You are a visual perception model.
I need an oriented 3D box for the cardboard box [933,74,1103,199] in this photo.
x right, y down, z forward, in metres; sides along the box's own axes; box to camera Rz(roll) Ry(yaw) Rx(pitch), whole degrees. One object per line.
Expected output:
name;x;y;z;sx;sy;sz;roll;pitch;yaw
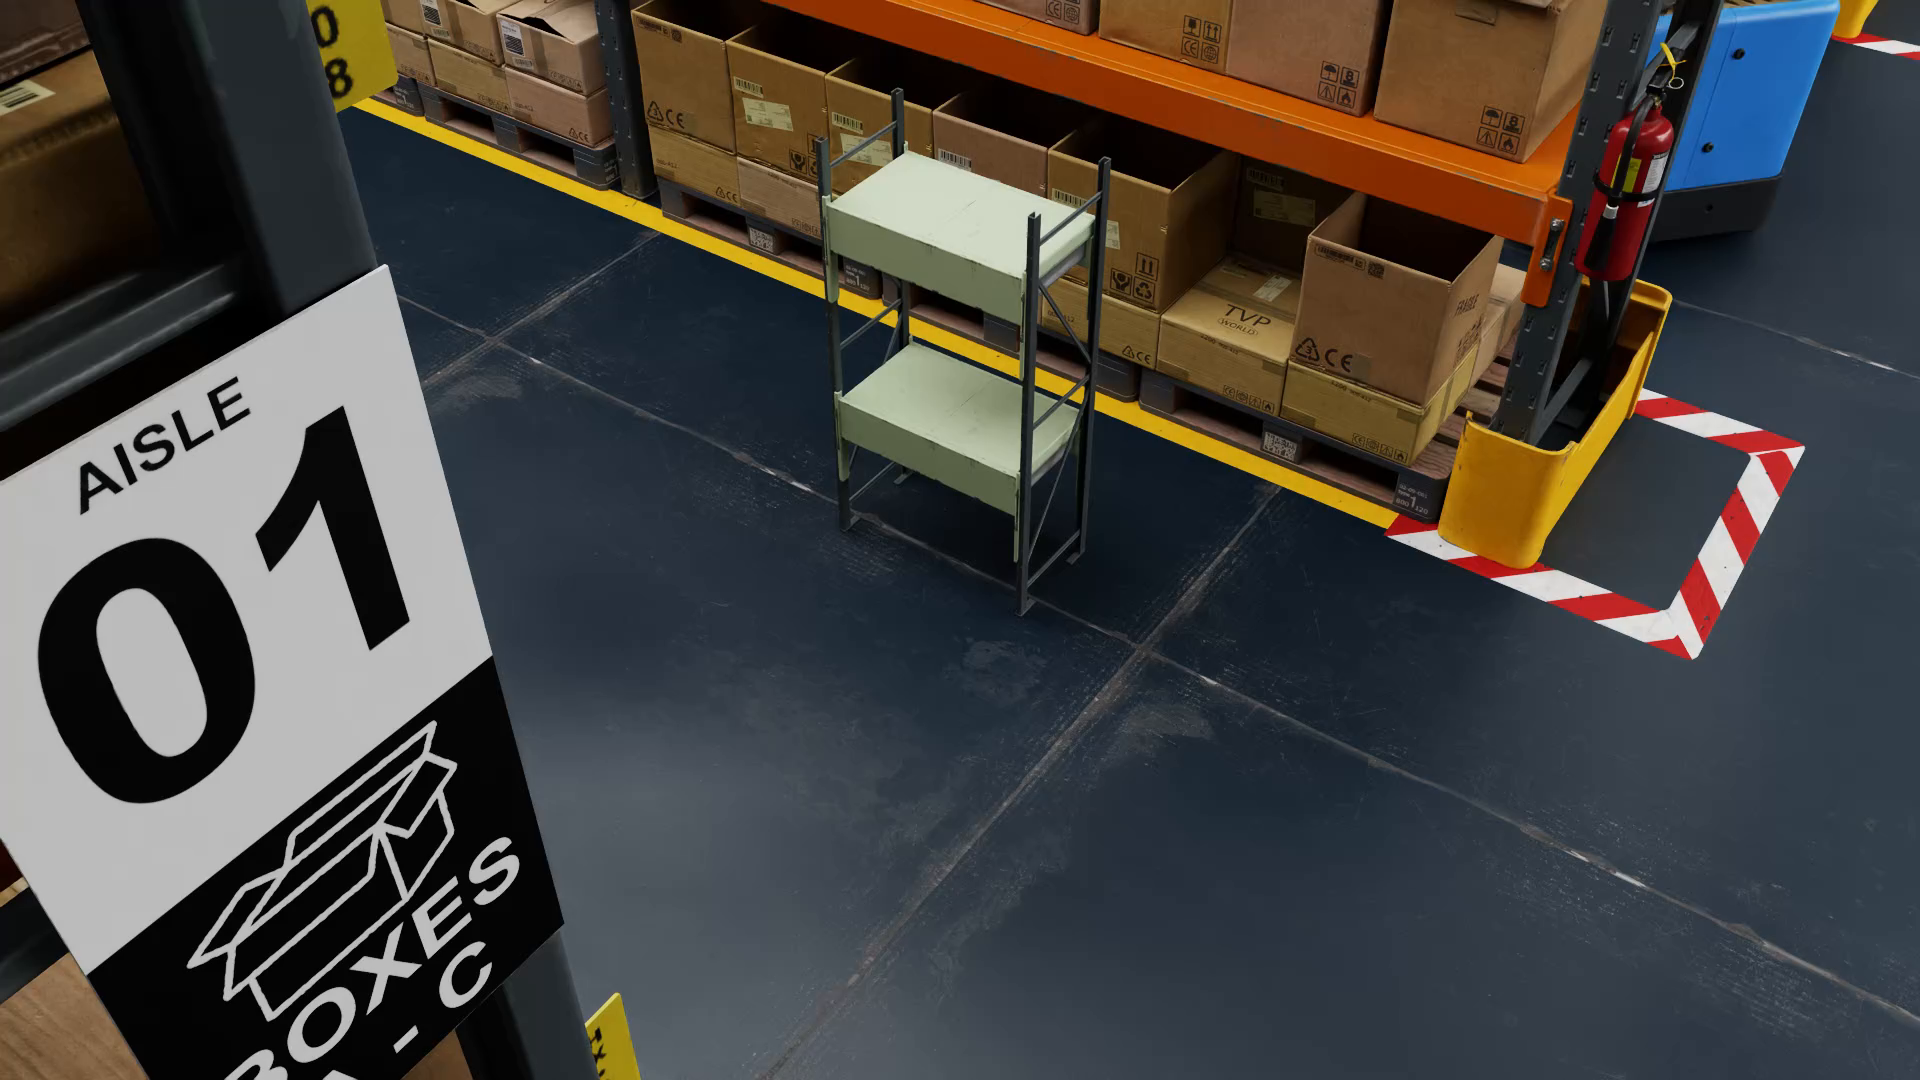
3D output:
cardboard box;0.245;-1.416;6.268;0.500;0.500;0.500;25;48;25

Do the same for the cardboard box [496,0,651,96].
cardboard box;-1.680;-2.266;7.359;0.500;0.311;0.500;25;48;25

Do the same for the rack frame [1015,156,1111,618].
rack frame;0.305;-0.416;5.090;0.023;1.500;0.400;25;48;25

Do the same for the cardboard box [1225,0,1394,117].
cardboard box;1.283;-1.816;5.455;0.500;0.500;0.700;26;48;26

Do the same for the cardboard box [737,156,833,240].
cardboard box;-0.572;-1.521;6.947;0.500;0.250;0.500;25;48;25

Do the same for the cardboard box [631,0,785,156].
cardboard box;-0.984;-1.989;6.908;0.500;0.500;0.500;25;48;25

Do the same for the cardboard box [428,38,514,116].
cardboard box;-2.103;-2.253;7.766;0.500;0.250;0.500;24;47;25

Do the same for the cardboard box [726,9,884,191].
cardboard box;-0.571;-1.802;6.699;0.500;0.500;0.500;25;48;25

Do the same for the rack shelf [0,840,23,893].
rack shelf;-2.388;-0.304;2.131;4.000;0.370;1.077;25;48;25

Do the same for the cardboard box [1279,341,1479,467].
cardboard box;1.482;-0.571;5.885;0.500;0.250;0.500;25;48;25

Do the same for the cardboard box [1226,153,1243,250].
cardboard box;0.952;-1.508;6.370;0.500;0.500;0.500;25;48;25

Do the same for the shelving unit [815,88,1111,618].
shelving unit;0.005;-0.556;5.247;0.755;1.500;0.431;25;48;25

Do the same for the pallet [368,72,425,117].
pallet;-2.813;-2.615;8.514;1.213;0.211;1.003;25;48;25

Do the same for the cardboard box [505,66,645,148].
cardboard box;-1.690;-2.059;7.548;0.500;0.250;0.500;25;47;25

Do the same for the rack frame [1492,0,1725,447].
rack frame;2.091;-1.395;5.059;0.127;3.000;1.000;25;48;25

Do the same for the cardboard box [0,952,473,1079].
cardboard box;-0.969;0.733;2.216;0.500;0.500;0.500;25;48;25

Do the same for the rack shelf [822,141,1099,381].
rack shelf;0.005;-0.847;4.987;0.720;0.370;0.431;25;48;25

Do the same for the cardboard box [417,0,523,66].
cardboard box;-2.110;-2.461;7.578;0.500;0.311;0.500;26;48;26

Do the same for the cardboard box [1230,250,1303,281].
cardboard box;1.368;-1.043;6.413;0.500;0.250;0.500;25;48;25

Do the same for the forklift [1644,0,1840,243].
forklift;2.654;-3.293;7.232;1.130;2.935;3.031;-9;43;-10

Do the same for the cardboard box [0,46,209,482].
cardboard box;-0.881;-0.116;1.291;0.500;0.500;0.500;26;48;26

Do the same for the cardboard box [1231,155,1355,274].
cardboard box;1.369;-1.323;6.164;0.500;0.500;0.500;25;48;25

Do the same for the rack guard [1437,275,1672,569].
rack guard;2.110;-0.454;5.883;0.348;0.500;1.175;25;48;25

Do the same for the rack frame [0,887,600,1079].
rack frame;-0.751;1.311;2.035;0.127;3.000;1.000;25;48;25

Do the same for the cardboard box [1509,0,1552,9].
cardboard box;1.668;-1.716;4.857;0.250;0.149;0.380;24;47;25

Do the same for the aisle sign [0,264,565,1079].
aisle sign;-0.519;0.206;1.321;0.004;0.787;0.394;25;48;25

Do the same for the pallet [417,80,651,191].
pallet;-1.810;-2.148;7.992;1.213;0.211;1.003;25;48;25

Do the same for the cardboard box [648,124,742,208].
cardboard box;-0.979;-1.715;7.164;0.500;0.250;0.500;25;48;25

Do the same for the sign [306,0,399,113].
sign;-0.439;-0.429;1.075;0.005;0.325;0.100;25;48;25

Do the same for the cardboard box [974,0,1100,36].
cardboard box;0.447;-2.209;5.894;0.500;0.500;0.700;27;48;27

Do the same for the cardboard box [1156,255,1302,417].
cardboard box;1.066;-0.755;6.092;0.500;0.250;0.500;25;48;25

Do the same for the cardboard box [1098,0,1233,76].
cardboard box;0.880;-2.009;5.671;0.500;0.500;0.700;25;48;26

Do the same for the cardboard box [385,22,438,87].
cardboard box;-2.522;-2.449;7.984;0.500;0.250;0.500;26;48;26

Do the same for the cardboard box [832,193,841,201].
cardboard box;-0.166;-1.327;6.730;0.500;0.250;0.500;25;48;25

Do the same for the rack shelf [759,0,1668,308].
rack shelf;0.453;-1.892;6.155;4.000;0.370;1.077;25;48;25

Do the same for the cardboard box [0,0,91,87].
cardboard box;-0.927;-0.504;0.975;0.500;0.500;0.500;22;46;22

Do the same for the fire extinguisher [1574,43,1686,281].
fire extinguisher;1.921;-1.067;4.751;0.183;0.674;0.296;25;48;25

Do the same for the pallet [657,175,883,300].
pallet;-0.557;-1.560;7.335;1.213;0.211;1.003;25;48;25

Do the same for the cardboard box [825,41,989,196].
cardboard box;-0.166;-1.606;6.480;0.500;0.500;0.500;25;48;25

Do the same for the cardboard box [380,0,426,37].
cardboard box;-2.517;-2.654;7.793;0.500;0.311;0.500;25;47;25

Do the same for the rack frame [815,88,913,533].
rack frame;-0.294;-0.697;5.404;0.023;1.500;0.400;25;48;25

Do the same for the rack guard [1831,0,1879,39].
rack guard;4.849;-3.169;8.917;0.348;0.500;1.175;25;48;25

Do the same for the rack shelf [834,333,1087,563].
rack shelf;0.005;-0.313;5.464;0.720;0.370;0.431;25;48;25

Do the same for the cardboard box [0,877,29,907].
cardboard box;-1.368;0.539;2.434;0.500;0.500;0.500;25;48;25

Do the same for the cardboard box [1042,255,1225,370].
cardboard box;0.655;-0.946;6.305;0.500;0.250;0.500;25;48;25

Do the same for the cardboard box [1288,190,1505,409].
cardboard box;1.481;-0.849;5.634;0.500;0.500;0.500;25;48;25

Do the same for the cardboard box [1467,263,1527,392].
cardboard box;1.779;-0.853;6.201;0.500;0.250;0.500;25;48;25

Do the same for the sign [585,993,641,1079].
sign;-0.439;0.692;2.078;0.005;0.325;0.100;25;48;25

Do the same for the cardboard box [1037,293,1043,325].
cardboard box;0.247;-1.138;6.520;0.500;0.250;0.500;25;48;25

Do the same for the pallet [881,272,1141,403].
pallet;0.446;-1.093;6.813;1.213;0.211;1.003;25;48;25

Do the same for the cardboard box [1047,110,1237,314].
cardboard box;0.654;-1.224;6.053;0.500;0.500;0.500;25;48;25

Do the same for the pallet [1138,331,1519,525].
pallet;1.440;-0.626;6.291;1.213;0.211;1.003;25;48;25

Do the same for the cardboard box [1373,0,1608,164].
cardboard box;1.716;-1.618;5.233;0.500;0.500;0.700;25;48;25

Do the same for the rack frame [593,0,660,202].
rack frame;-1.184;-2.926;6.771;0.127;3.000;1.000;25;48;25

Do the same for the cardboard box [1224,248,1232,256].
cardboard box;0.959;-1.234;6.627;0.500;0.250;0.500;25;48;25
